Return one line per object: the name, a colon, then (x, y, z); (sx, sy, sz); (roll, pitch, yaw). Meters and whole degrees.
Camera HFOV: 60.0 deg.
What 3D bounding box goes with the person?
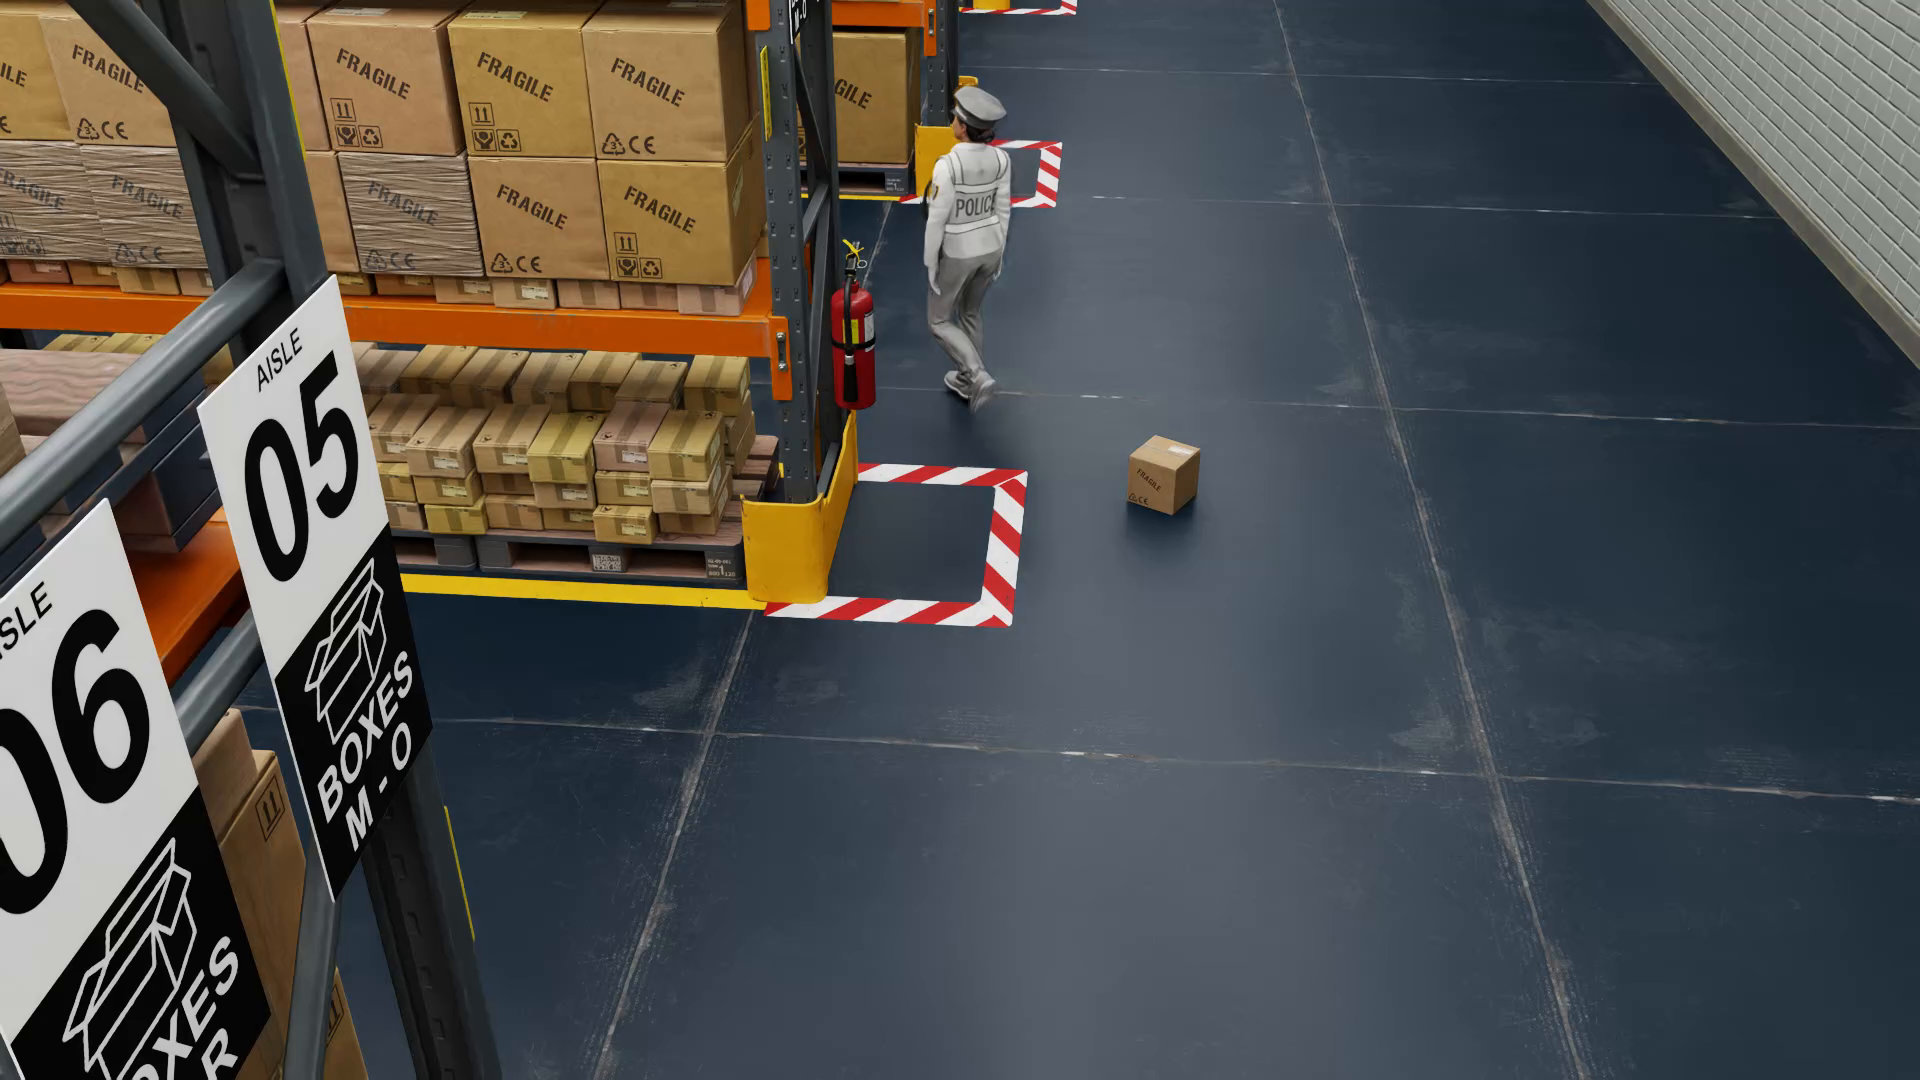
person: (0.054, -1.413, 8.330); (0.495, 1.669, 0.661); (-19, 37, -28)
